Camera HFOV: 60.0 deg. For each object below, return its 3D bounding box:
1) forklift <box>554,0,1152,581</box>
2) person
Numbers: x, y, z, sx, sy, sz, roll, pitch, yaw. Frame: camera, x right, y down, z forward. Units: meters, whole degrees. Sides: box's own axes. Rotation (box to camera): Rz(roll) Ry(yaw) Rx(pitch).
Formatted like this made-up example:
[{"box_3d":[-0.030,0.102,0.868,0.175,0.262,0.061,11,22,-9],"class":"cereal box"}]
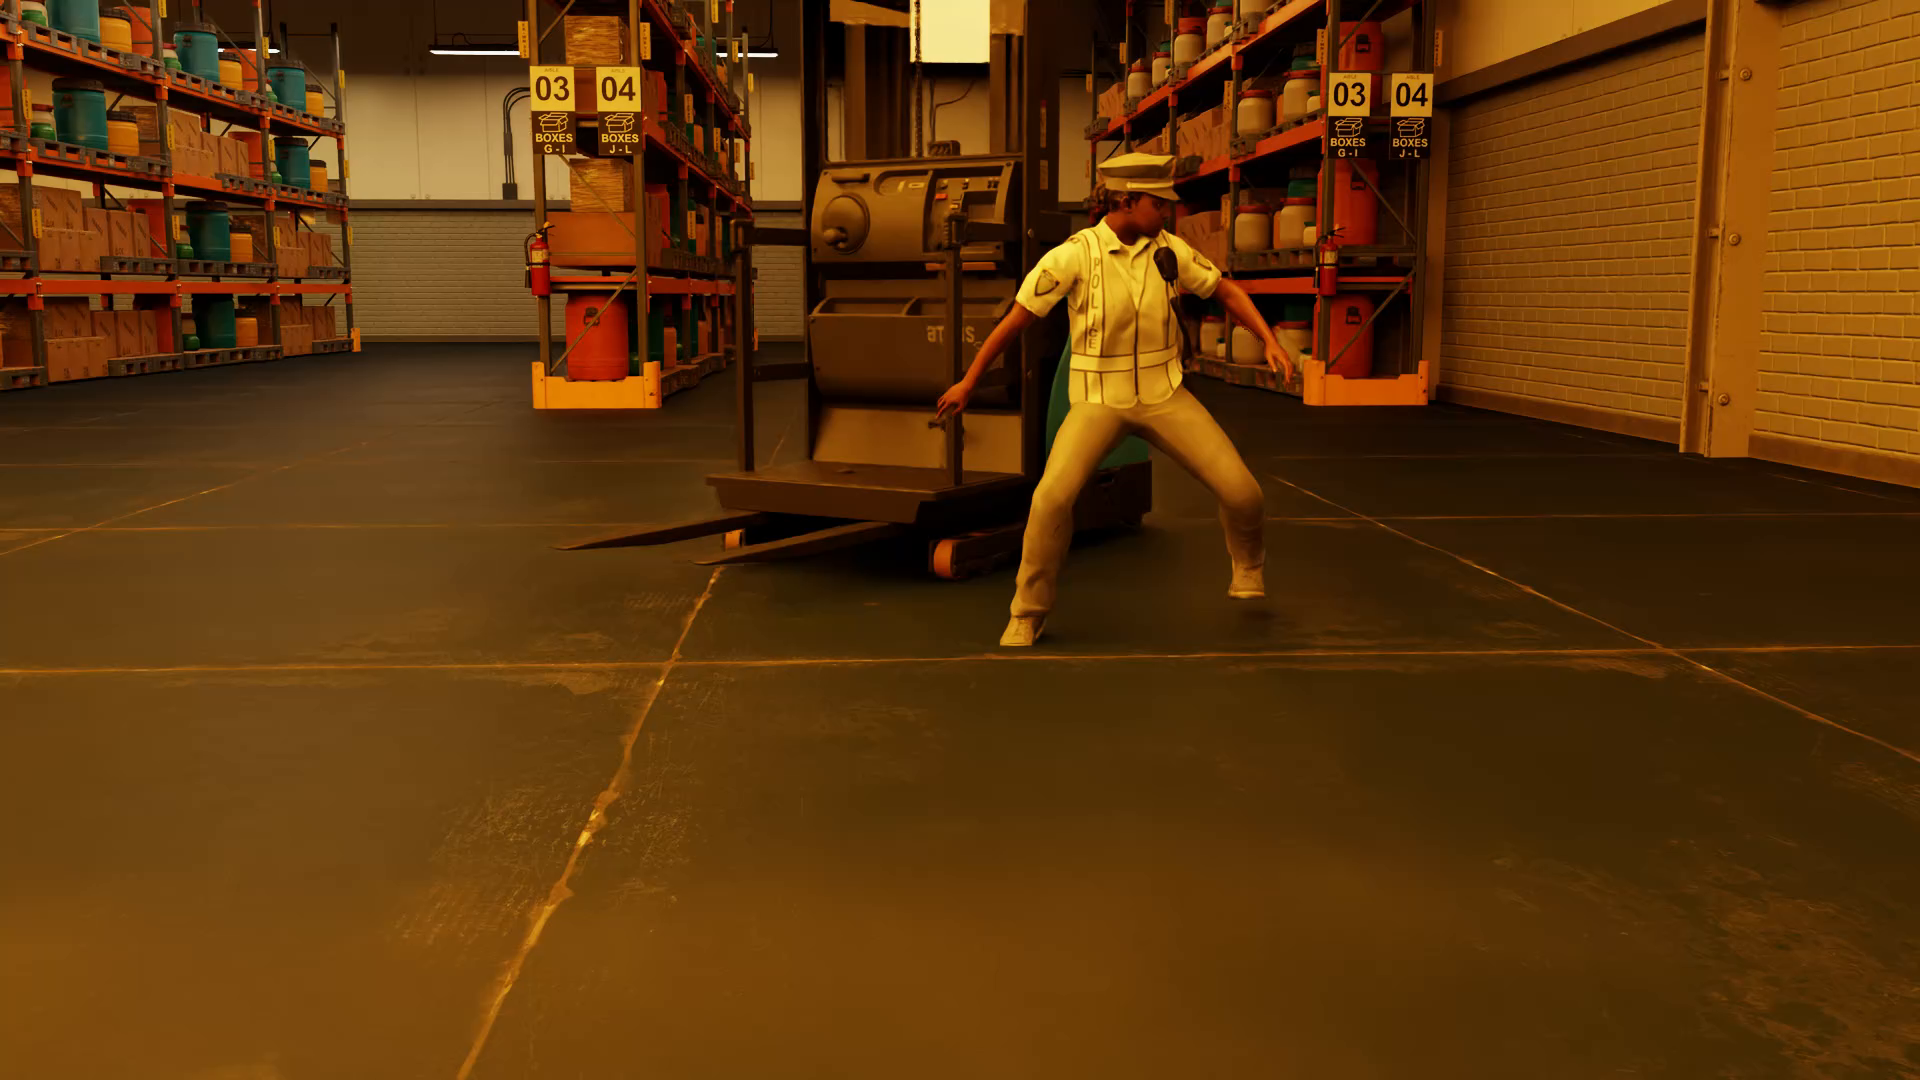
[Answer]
[{"box_3d":[-0.308,-1.370,6.555,1.130,2.935,3.031,5,10,31],"class":"forklift"},{"box_3d":[0.496,-0.418,5.245,1.110,1.563,0.484,-1,9,-9],"class":"person"}]
